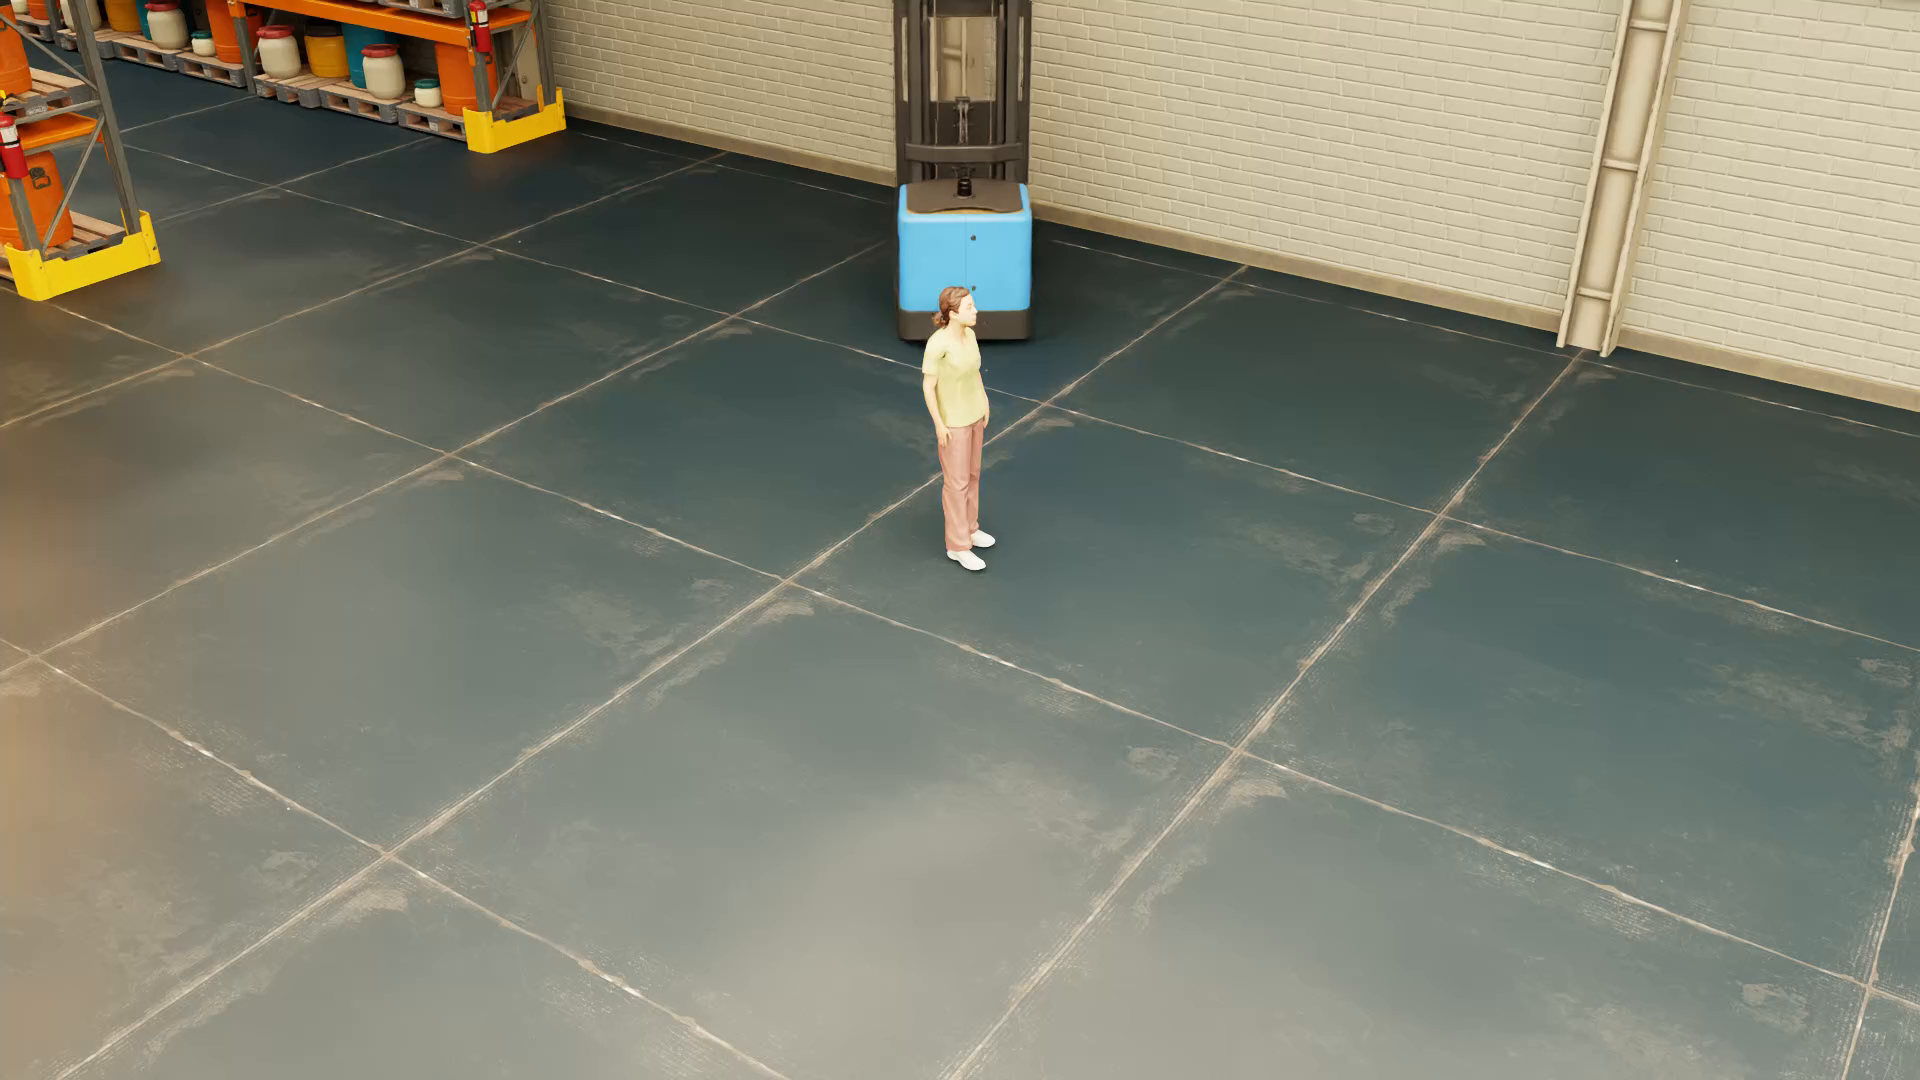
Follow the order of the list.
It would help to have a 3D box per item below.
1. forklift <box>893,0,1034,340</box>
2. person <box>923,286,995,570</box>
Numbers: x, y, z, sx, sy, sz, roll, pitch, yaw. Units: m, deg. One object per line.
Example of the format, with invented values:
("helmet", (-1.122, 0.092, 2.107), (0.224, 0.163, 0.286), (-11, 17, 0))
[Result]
("forklift", (0.016, -3.539, 13.675), (1.130, 2.935, 3.031), (-1, 30, -1))
("person", (0.055, -0.705, 10.031), (0.548, 1.673, 0.553), (19, 35, 29))
